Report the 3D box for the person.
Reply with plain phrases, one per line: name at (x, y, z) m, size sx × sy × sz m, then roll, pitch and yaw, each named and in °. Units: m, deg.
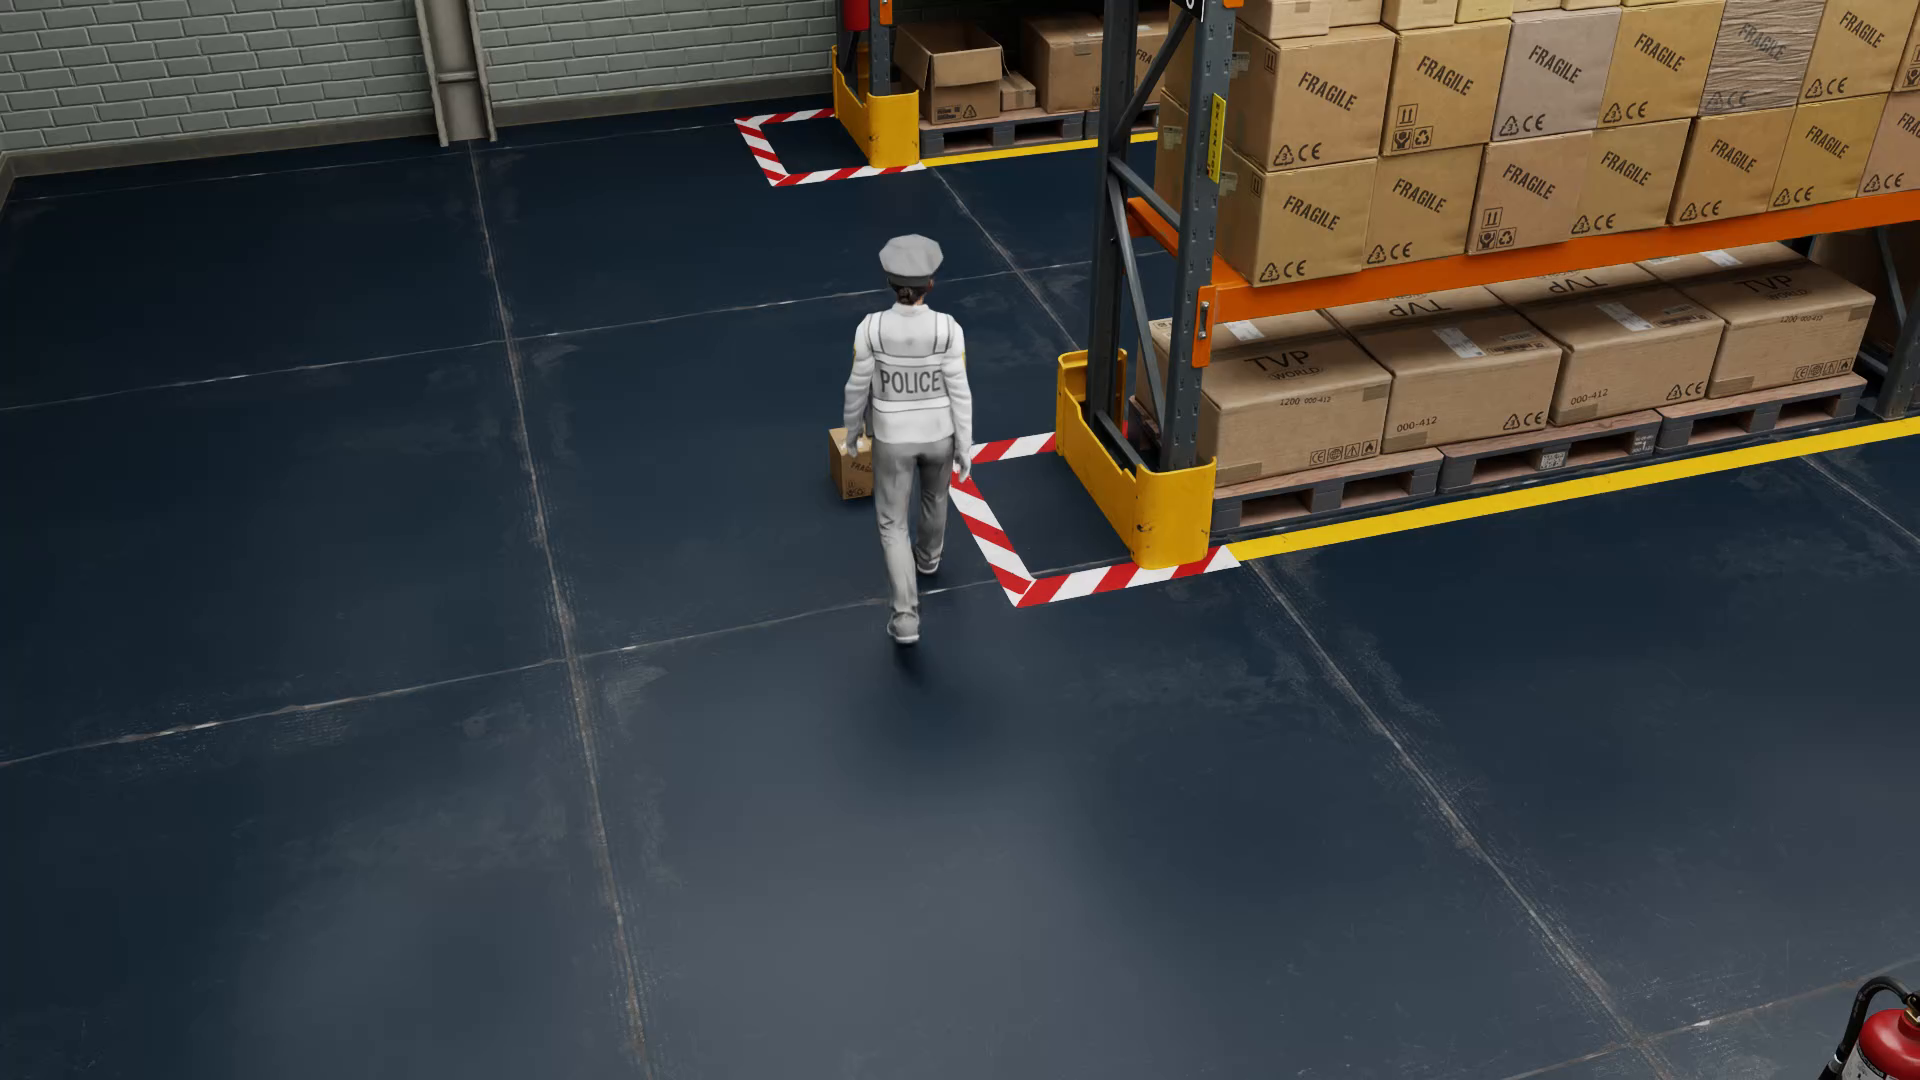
person at (-0.210, -0.406, 6.742) m, size 0.508 × 1.640 × 0.954 m, roll -4°, pitch 34°, yaw -6°
